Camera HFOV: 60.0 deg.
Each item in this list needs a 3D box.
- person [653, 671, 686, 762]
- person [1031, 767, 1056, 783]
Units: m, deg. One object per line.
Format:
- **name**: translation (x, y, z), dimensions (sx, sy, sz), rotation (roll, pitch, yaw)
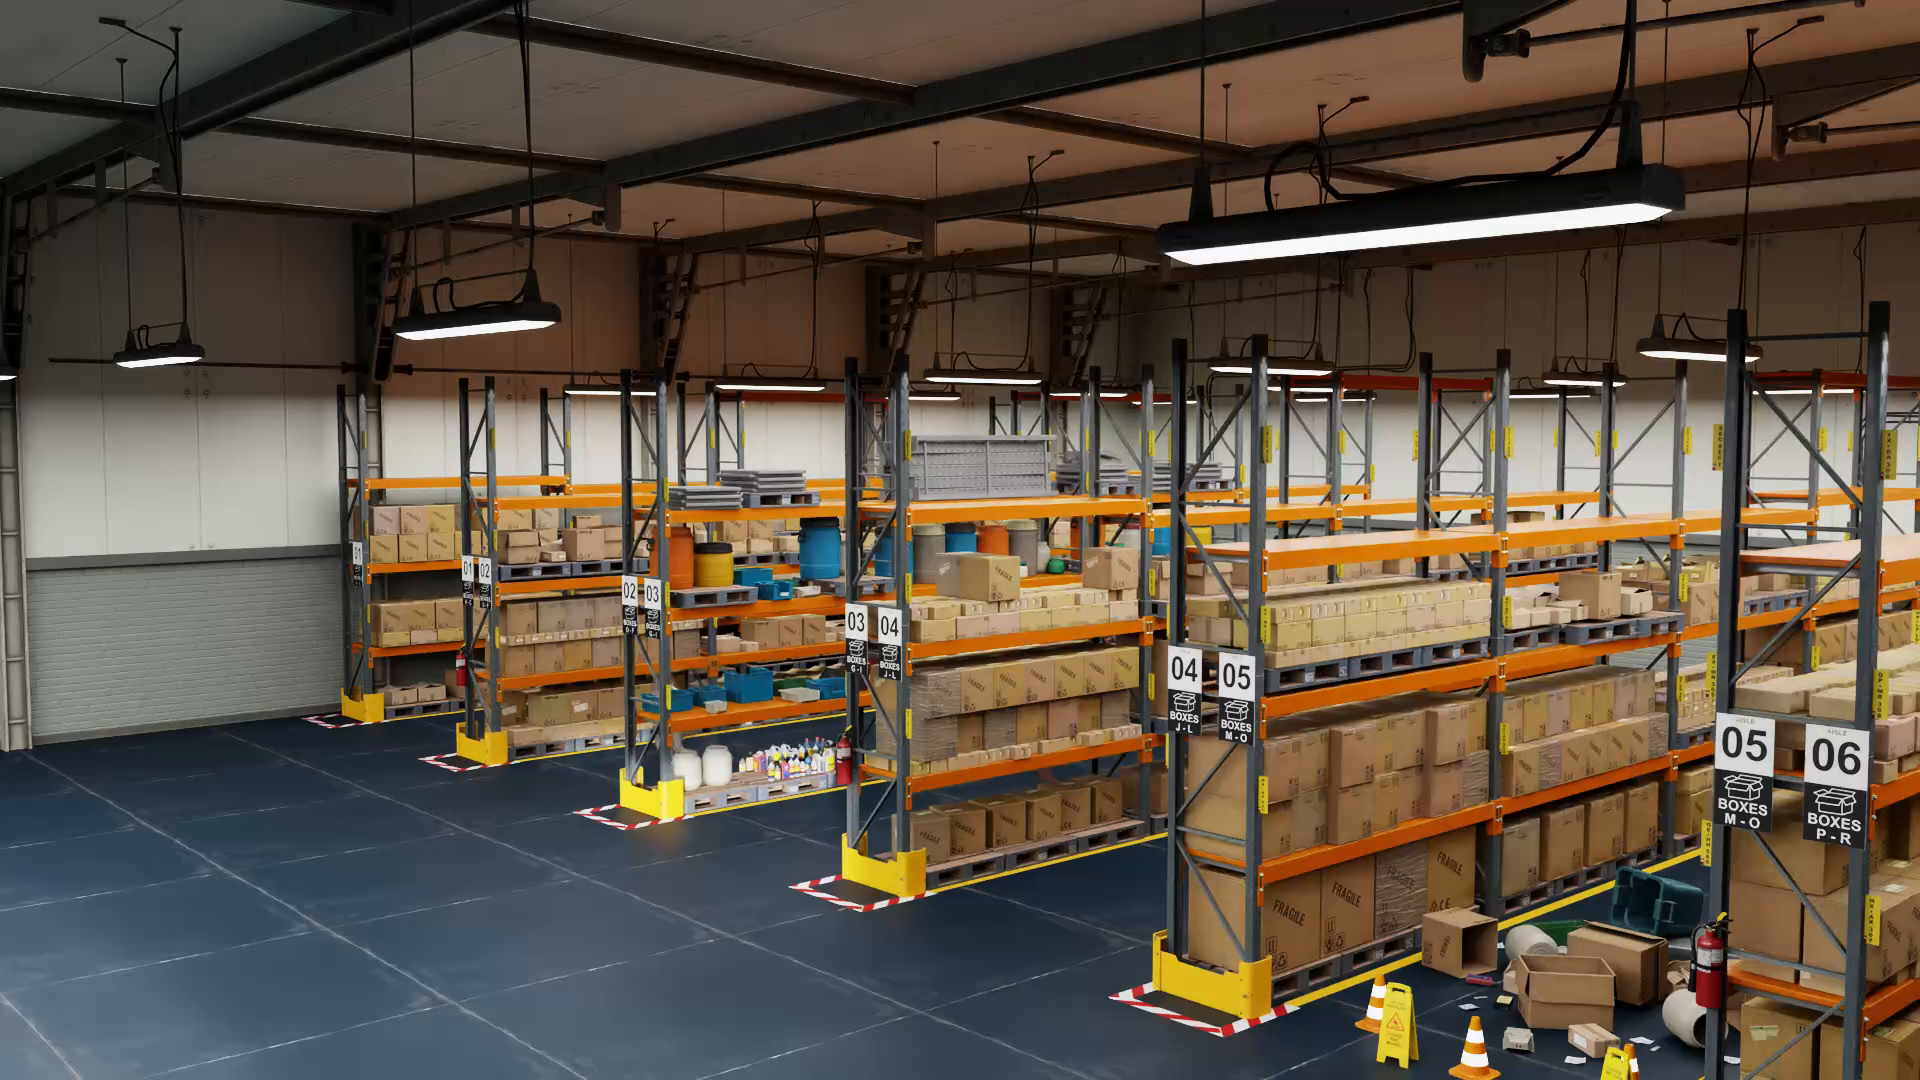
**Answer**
- **person**: translation (-4.293, 2.725, 24.899), dimensions (0.687, 1.587, 0.604), rotation (-3, 5, -35)
- **person**: translation (1.193, 2.831, 23.007), dimensions (0.444, 1.694, 0.578), rotation (-1, 4, -11)
